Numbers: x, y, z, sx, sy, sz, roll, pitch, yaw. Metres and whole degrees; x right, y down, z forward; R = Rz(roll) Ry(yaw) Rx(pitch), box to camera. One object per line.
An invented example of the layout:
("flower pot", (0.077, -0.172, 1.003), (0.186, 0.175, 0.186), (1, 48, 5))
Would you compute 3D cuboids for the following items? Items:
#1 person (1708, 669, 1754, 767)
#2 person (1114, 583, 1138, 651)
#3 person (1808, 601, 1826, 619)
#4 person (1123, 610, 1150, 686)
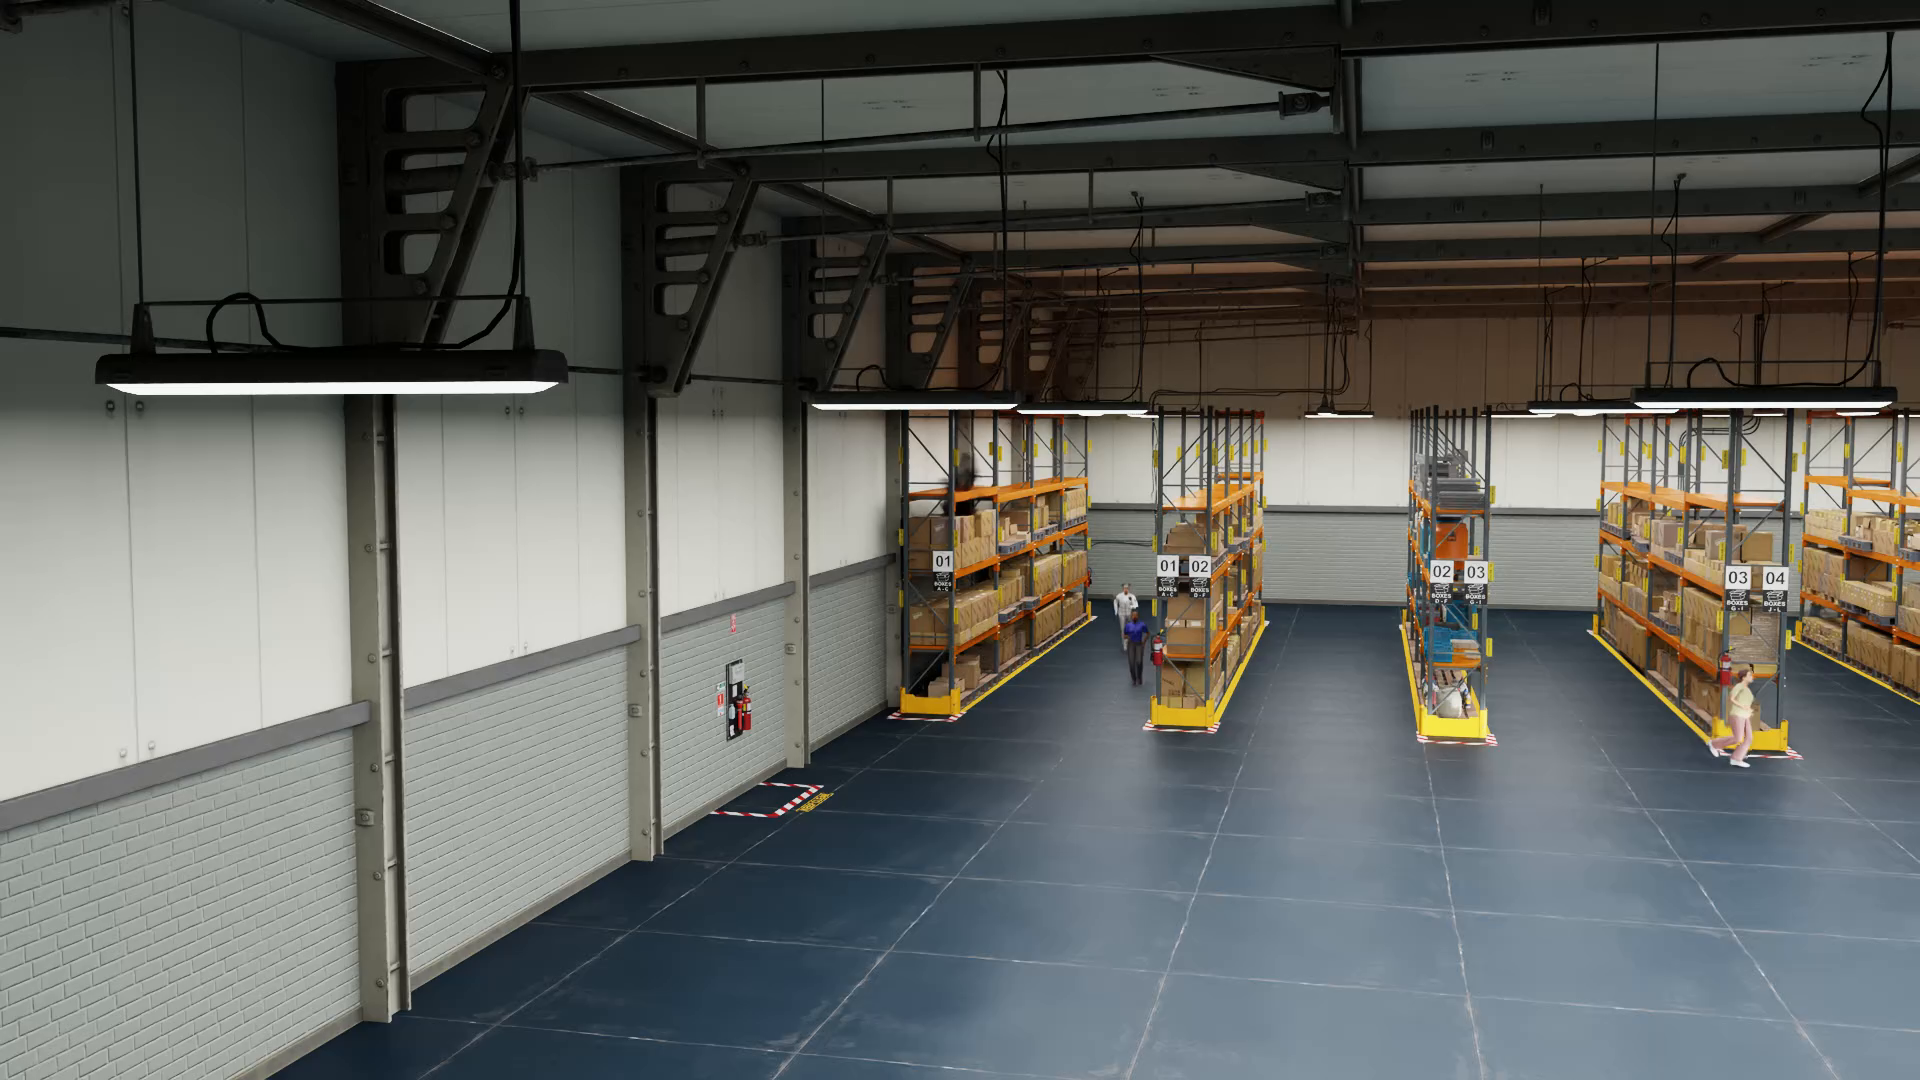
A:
("person", (12.968, 2.940, 27.801), (0.599, 1.587, 0.711), (-3, 5, -40))
("person", (4.143, 1.889, 41.523), (0.614, 1.674, 0.865), (0, 4, 4))
("person", (22.958, 1.688, 44.524), (0.761, 1.679, 0.578), (-4, 5, -41))
("person", (3.785, 2.337, 35.825), (0.560, 1.641, 0.600), (1, 4, 11))
